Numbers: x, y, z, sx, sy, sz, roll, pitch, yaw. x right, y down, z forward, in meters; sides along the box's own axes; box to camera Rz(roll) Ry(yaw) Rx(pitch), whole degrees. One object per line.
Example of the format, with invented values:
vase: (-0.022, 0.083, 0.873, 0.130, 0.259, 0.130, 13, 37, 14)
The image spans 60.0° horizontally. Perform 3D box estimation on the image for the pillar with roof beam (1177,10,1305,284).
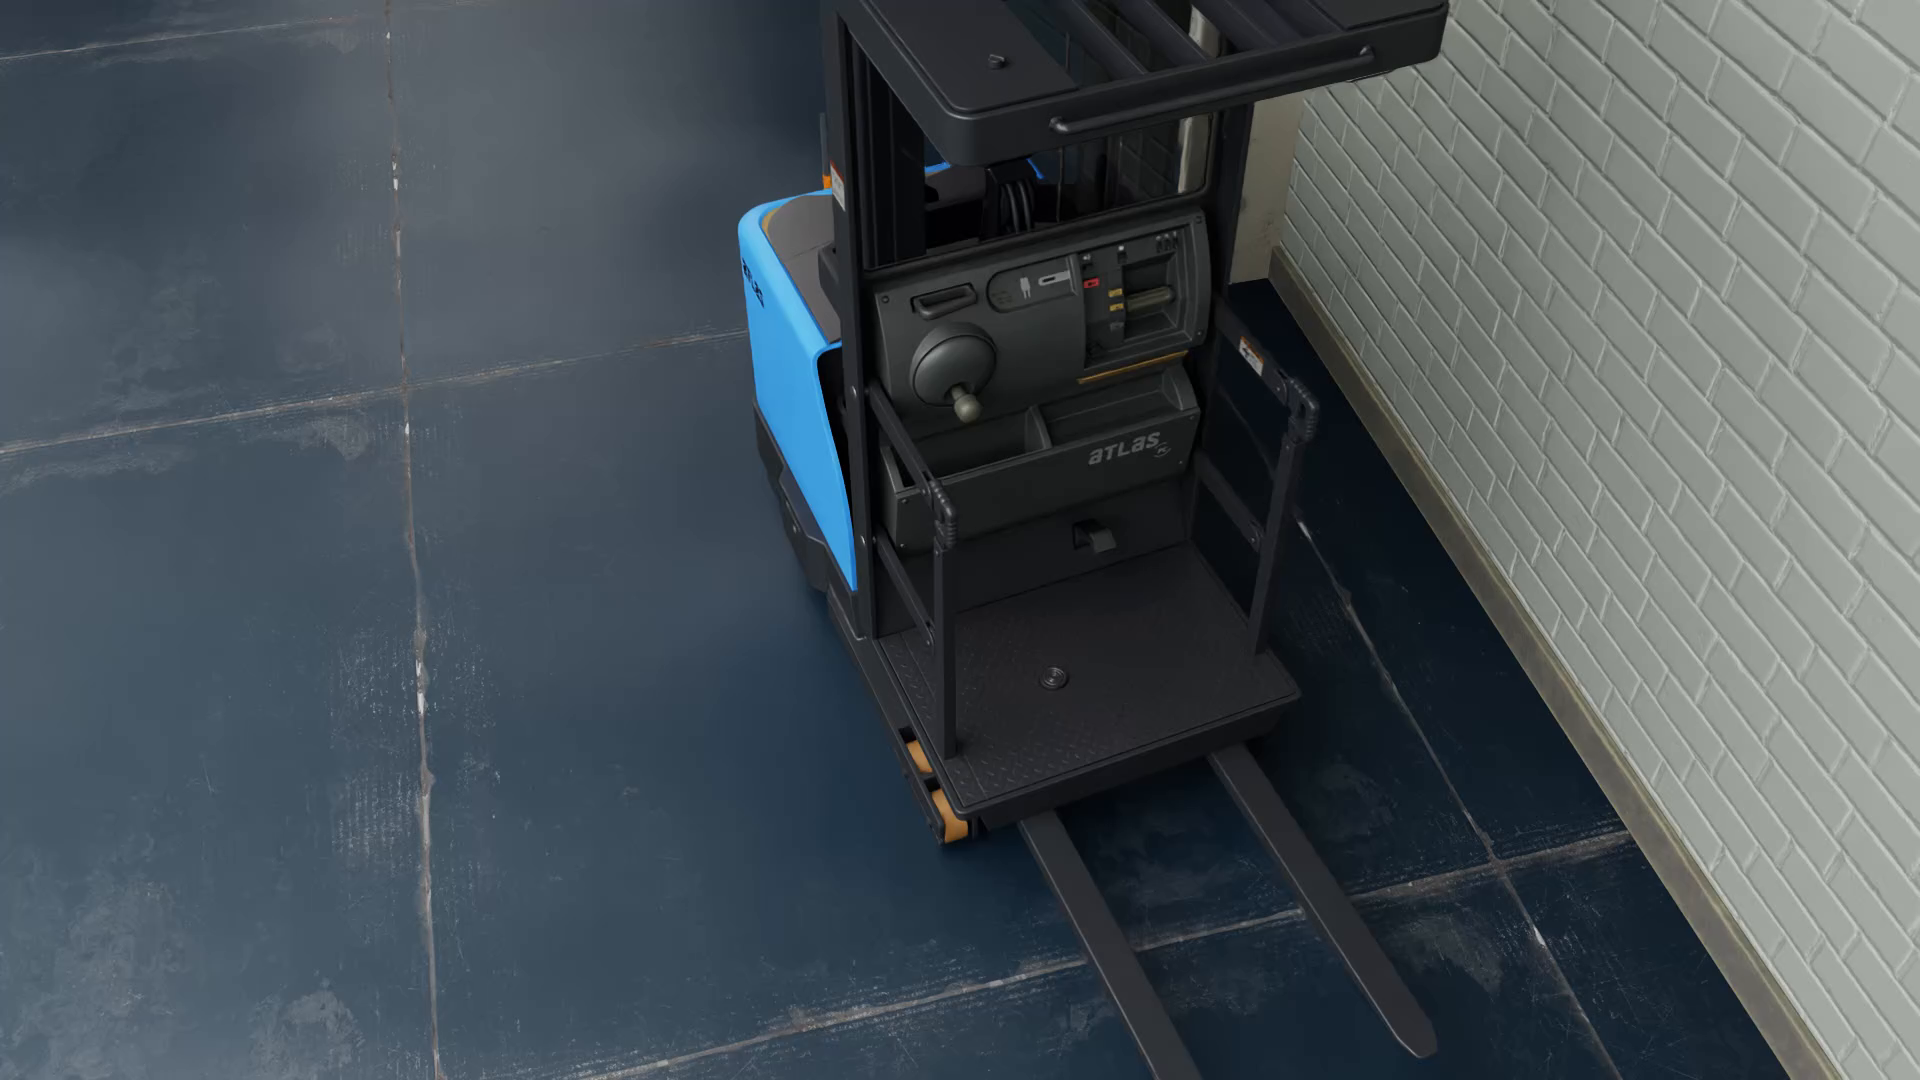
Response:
pillar with roof beam: (-3.067, -3.552, 2.930, 9.100, 9.000, 0.400, -11, 47, -10)

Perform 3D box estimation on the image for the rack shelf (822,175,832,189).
rack shelf: (-0.313, -1.167, 5.611, 0.258, 0.103, 0.180, -17, 48, -16)

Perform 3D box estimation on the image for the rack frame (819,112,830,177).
rack frame: (-0.348, -1.006, 5.896, 0.240, 1.200, 0.006, -17, 48, -16)

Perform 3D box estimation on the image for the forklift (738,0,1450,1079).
forklift: (0.314, -0.491, 4.179, 1.130, 2.935, 3.031, -17, 48, -16)

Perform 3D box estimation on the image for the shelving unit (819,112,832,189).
shelving unit: (-0.313, -0.946, 5.837, 0.258, 1.200, 0.189, -17, 48, -16)
